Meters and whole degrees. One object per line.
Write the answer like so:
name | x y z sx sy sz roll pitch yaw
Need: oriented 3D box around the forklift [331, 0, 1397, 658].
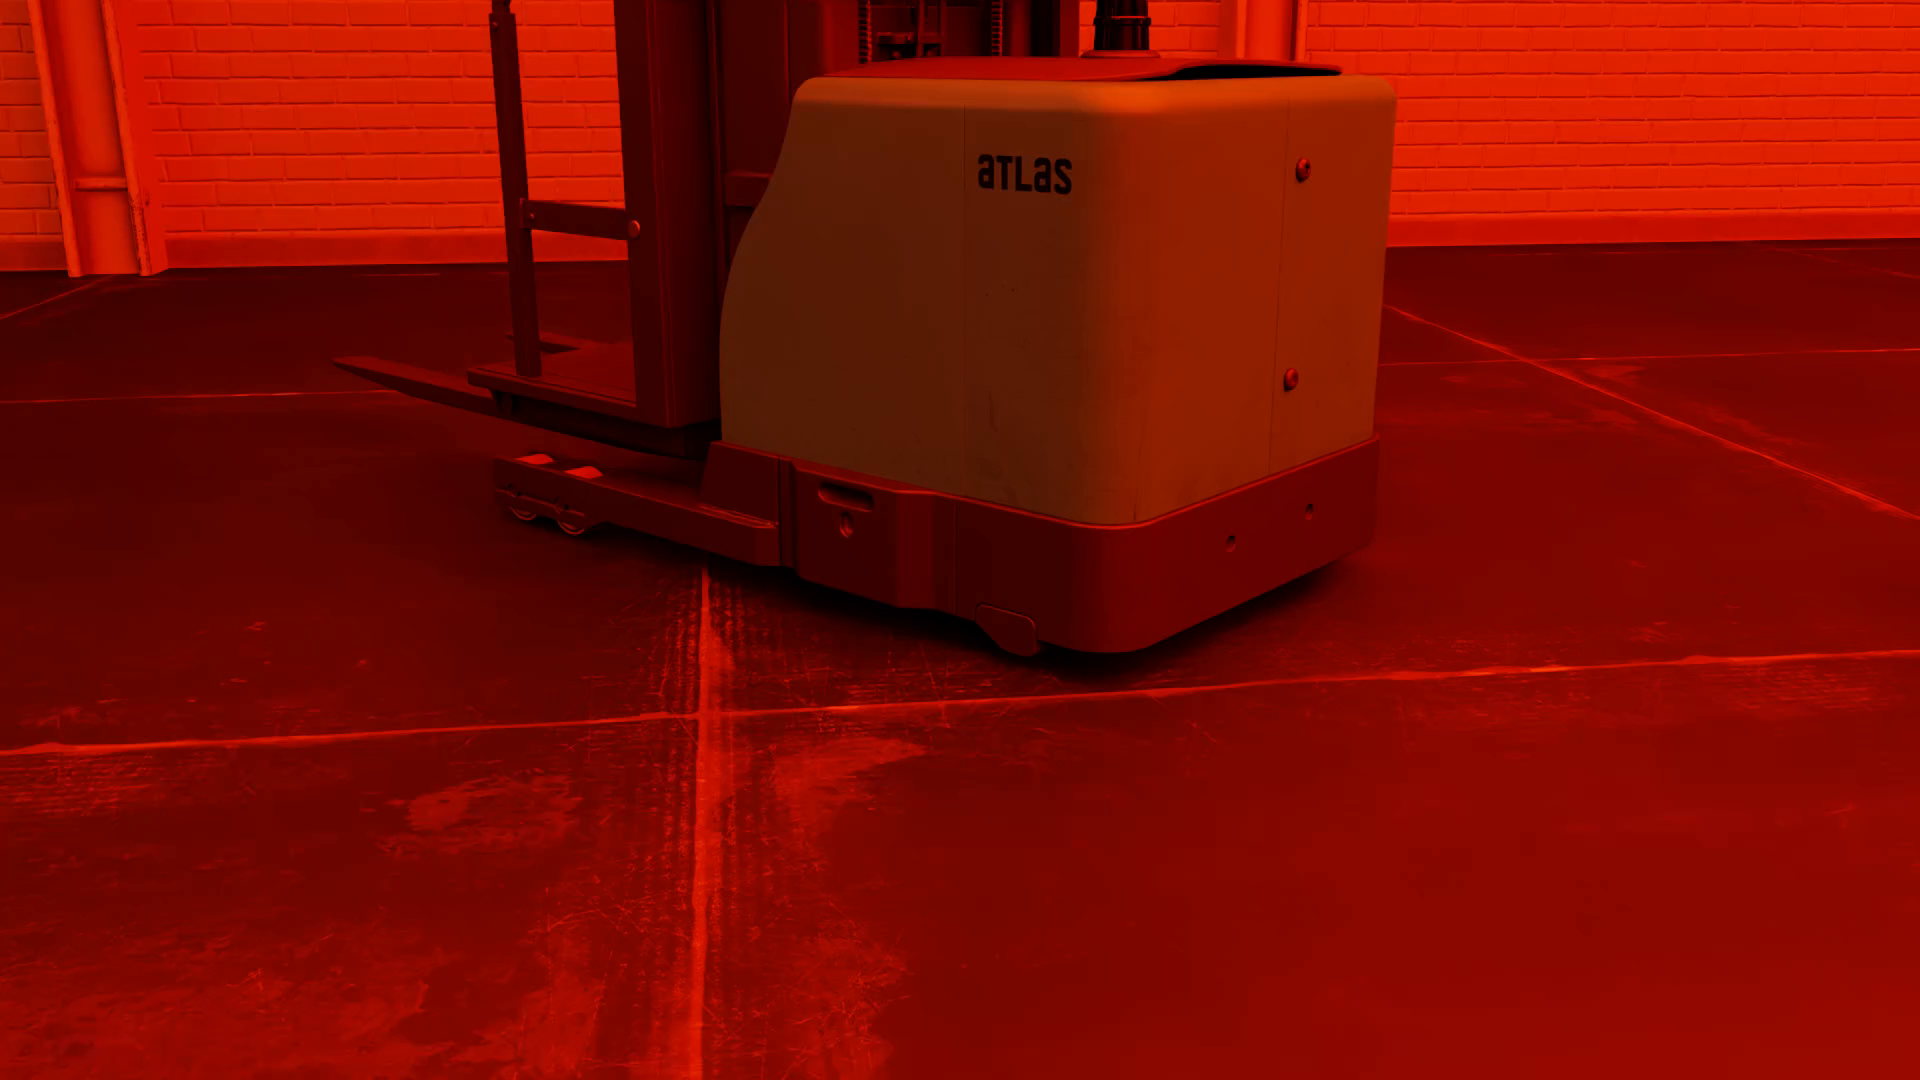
forklift | -0.522 -1.515 3.913 3.031 2.935 1.130 14 22 39
